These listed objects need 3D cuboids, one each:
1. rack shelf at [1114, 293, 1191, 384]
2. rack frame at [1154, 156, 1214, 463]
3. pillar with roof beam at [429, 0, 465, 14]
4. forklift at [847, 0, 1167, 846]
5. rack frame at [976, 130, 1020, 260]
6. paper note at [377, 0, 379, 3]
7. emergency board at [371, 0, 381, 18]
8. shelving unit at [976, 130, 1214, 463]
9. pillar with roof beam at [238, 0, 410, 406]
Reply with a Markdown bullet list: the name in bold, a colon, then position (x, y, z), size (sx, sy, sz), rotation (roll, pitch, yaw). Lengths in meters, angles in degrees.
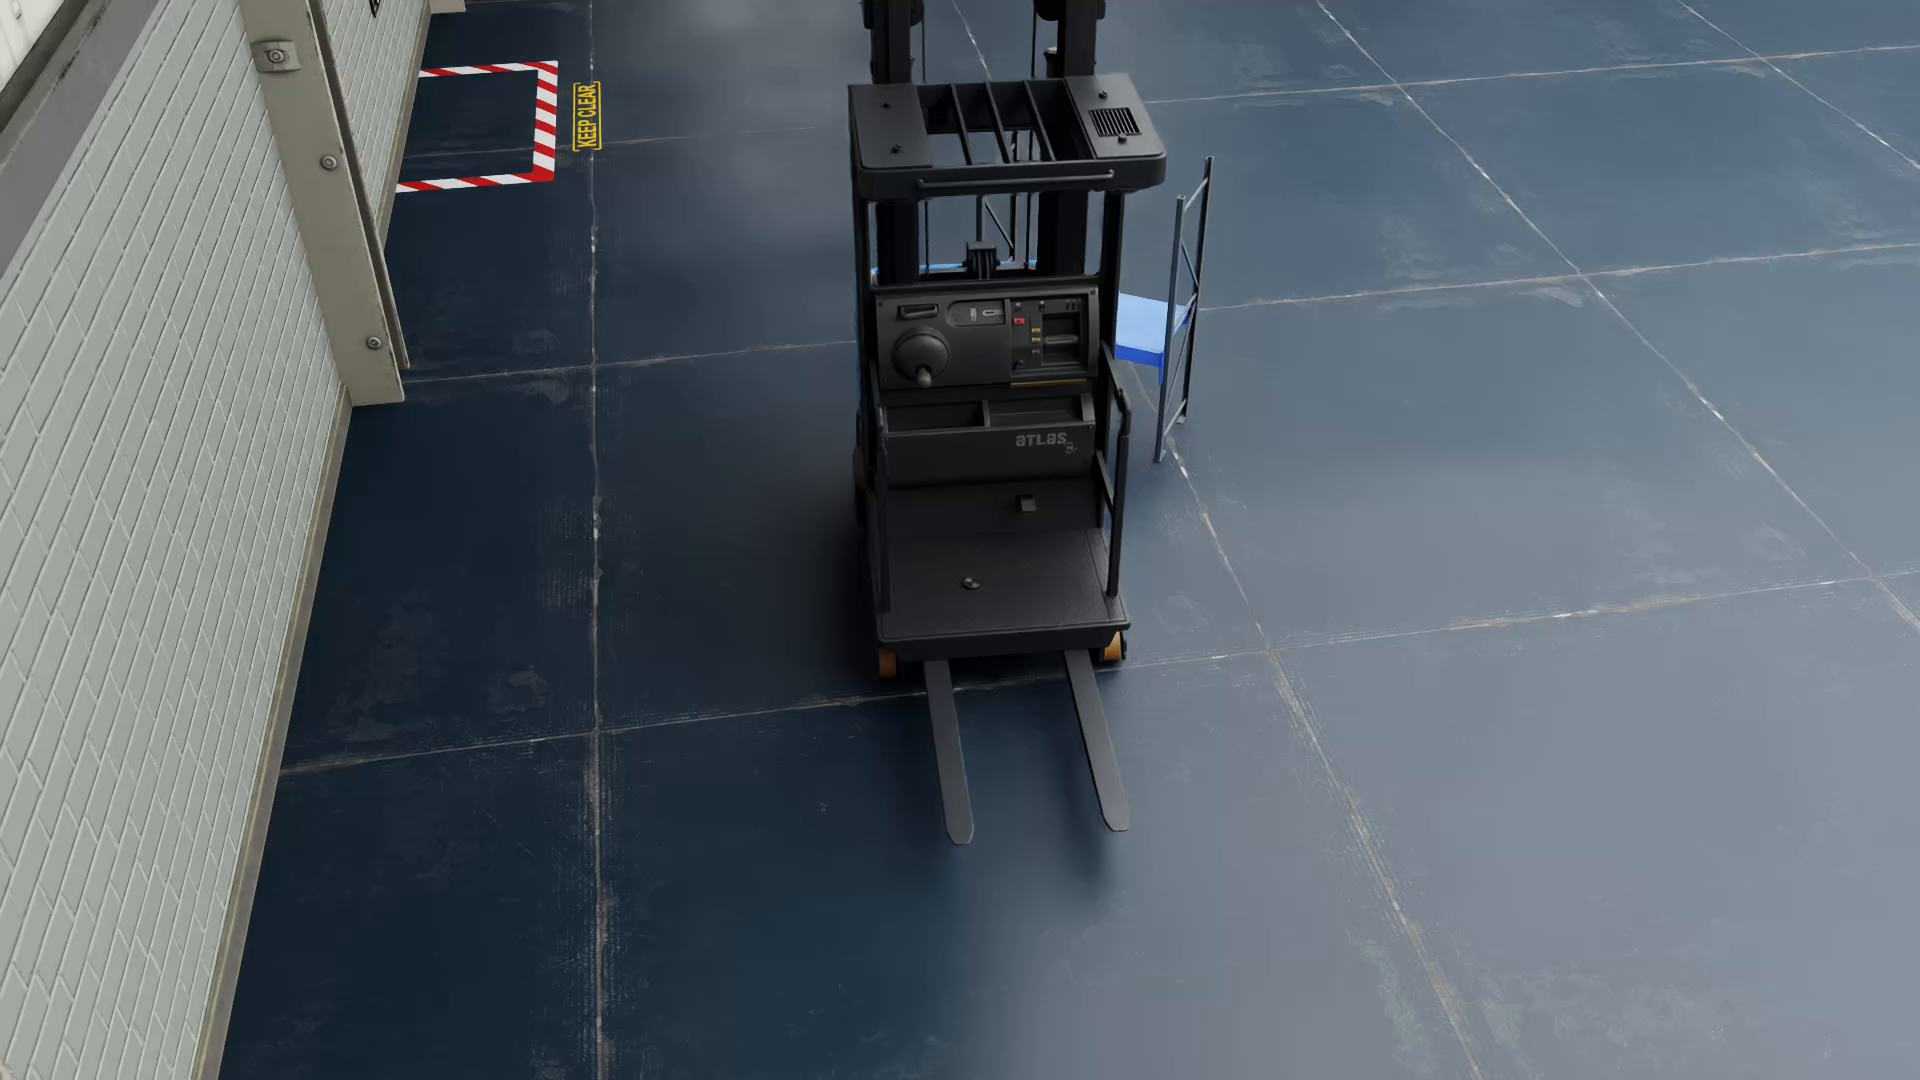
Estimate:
- **rack shelf**: position (0.659, -1.122, 8.665), size (1.000, 0.185, 0.538), rotation (15, 40, 18)
- **rack frame**: position (1.126, -1.140, 8.395), size (0.032, 1.500, 0.500), rotation (15, 40, 18)
- **pillar with roof beam**: position (-0.054, -8.505, 11.762), size (9.100, 9.000, 0.400), rotation (-6, 38, -8)
- **forklift**: position (0.143, -0.772, 6.754), size (1.130, 2.935, 3.031), rotation (-4, 38, -5)
- **rack frame**: position (0.193, -1.388, 8.714), size (0.032, 1.500, 0.500), rotation (15, 40, 18)
- **paper note**: position (-3.934, -3.713, 11.203), size (0.016, 0.148, 0.142), rotation (-6, 38, -8)
- **emergency board**: position (-3.914, -4.168, 11.070), size (0.157, 1.169, 0.626), rotation (-6, 38, -8)
- **shelving unit**: position (0.659, -1.264, 8.554), size (1.048, 1.500, 0.538), rotation (15, 40, 18)
- **pillar with roof beam**: position (0.997, -4.881, 7.097), size (9.100, 9.000, 0.400), rotation (-6, 38, -8)
